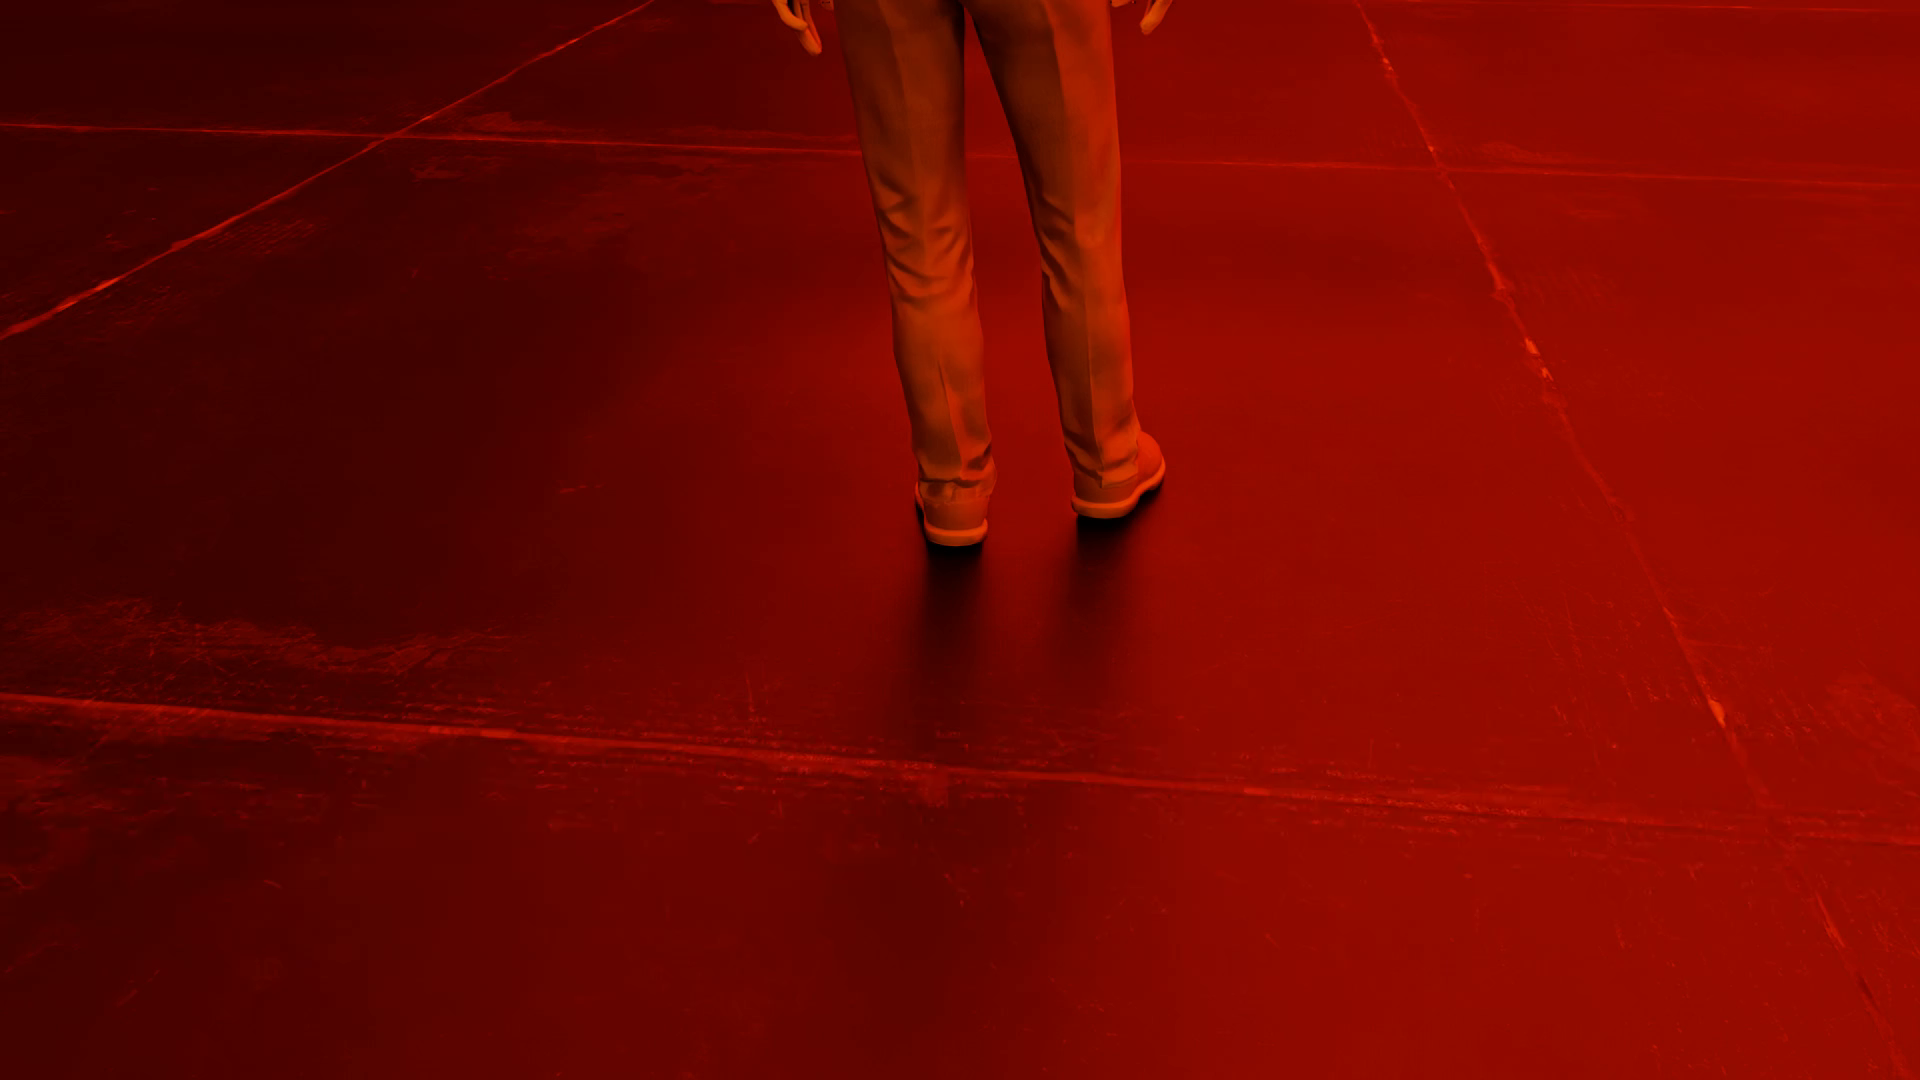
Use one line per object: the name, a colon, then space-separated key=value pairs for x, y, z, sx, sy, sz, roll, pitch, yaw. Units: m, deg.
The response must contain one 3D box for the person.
person: x=0.015 y=-0.794 z=2.179 sx=0.587 sy=1.695 sz=0.531 roll=3 pitch=27 yaw=7
